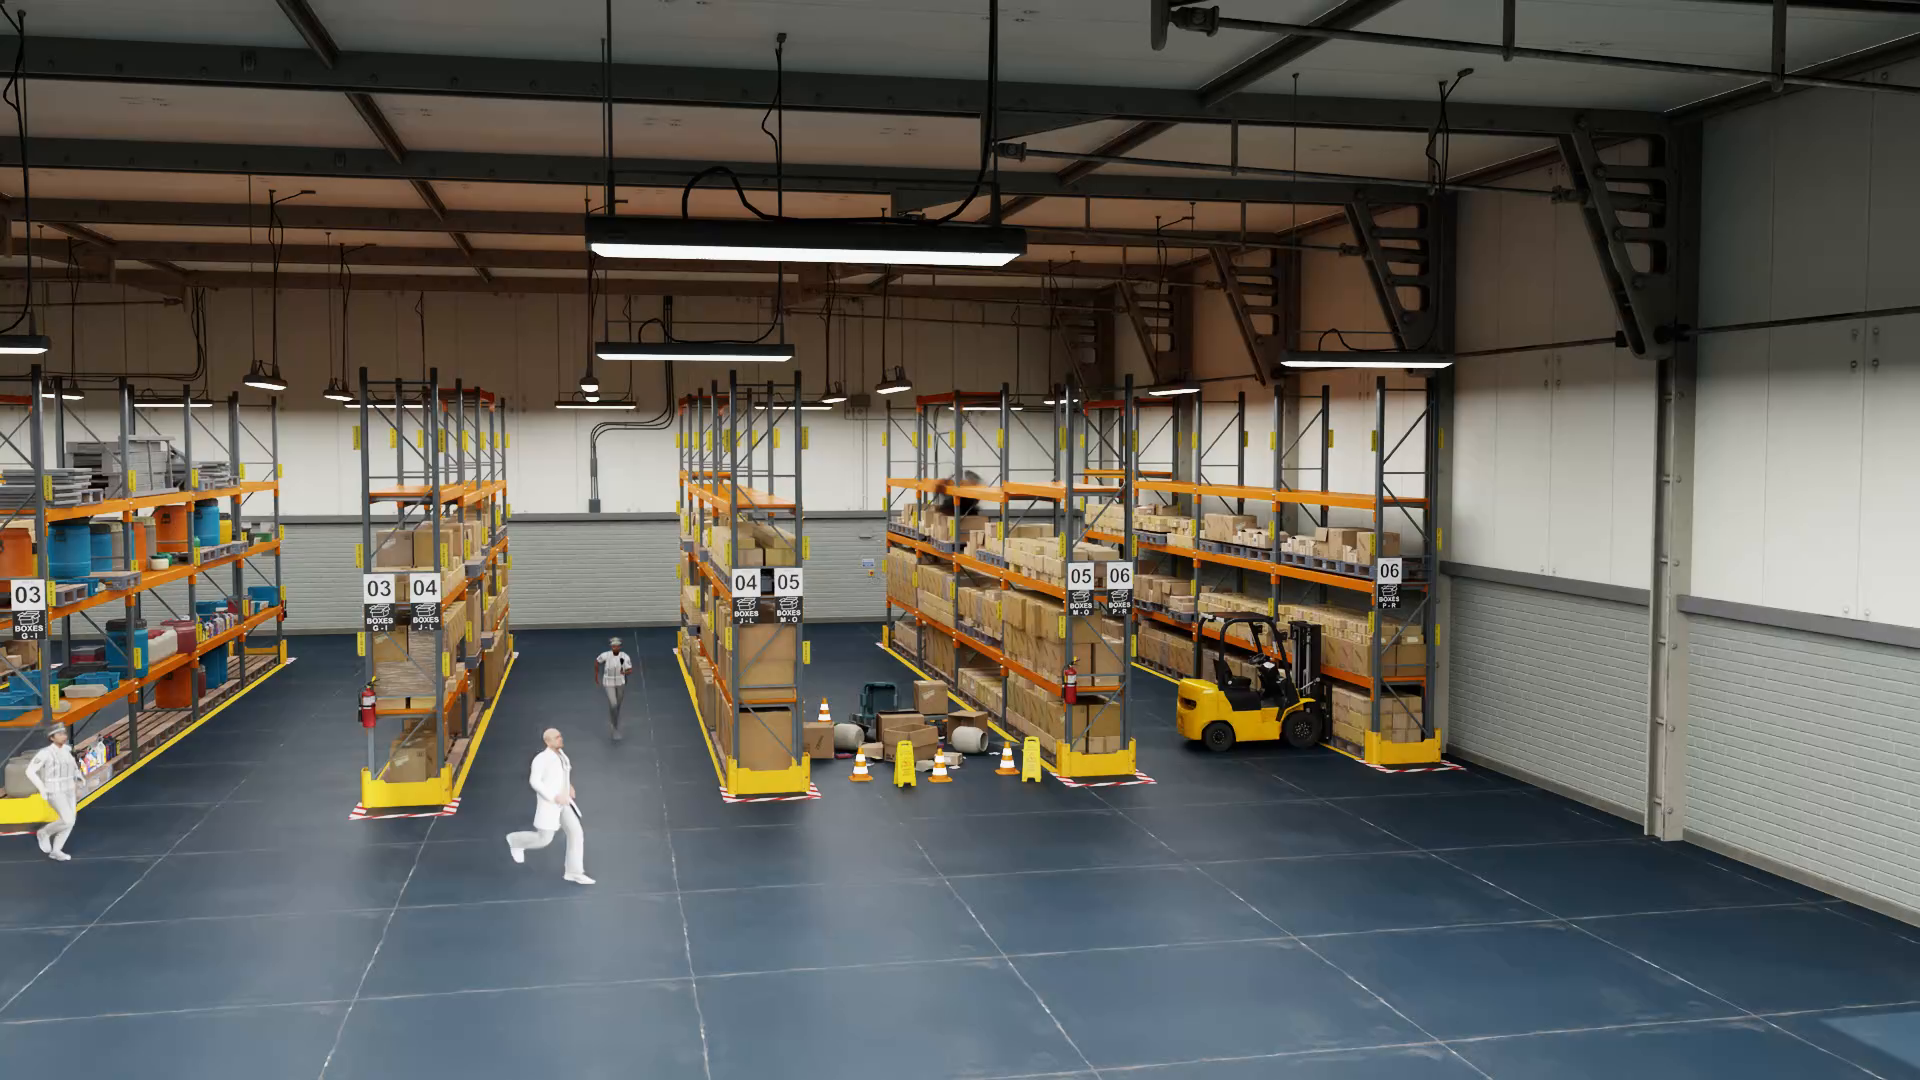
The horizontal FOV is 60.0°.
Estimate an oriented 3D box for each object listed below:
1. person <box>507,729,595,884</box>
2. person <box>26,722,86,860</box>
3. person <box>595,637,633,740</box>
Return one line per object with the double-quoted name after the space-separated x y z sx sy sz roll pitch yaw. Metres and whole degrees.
-4.661 3.024 18.930 1.098 1.767 0.691 2 4 24 "person"
-10.714 2.996 19.835 0.547 1.656 0.616 1 4 17 "person"
-5.861 2.494 28.193 0.599 1.736 0.832 -1 4 -20 "person"
